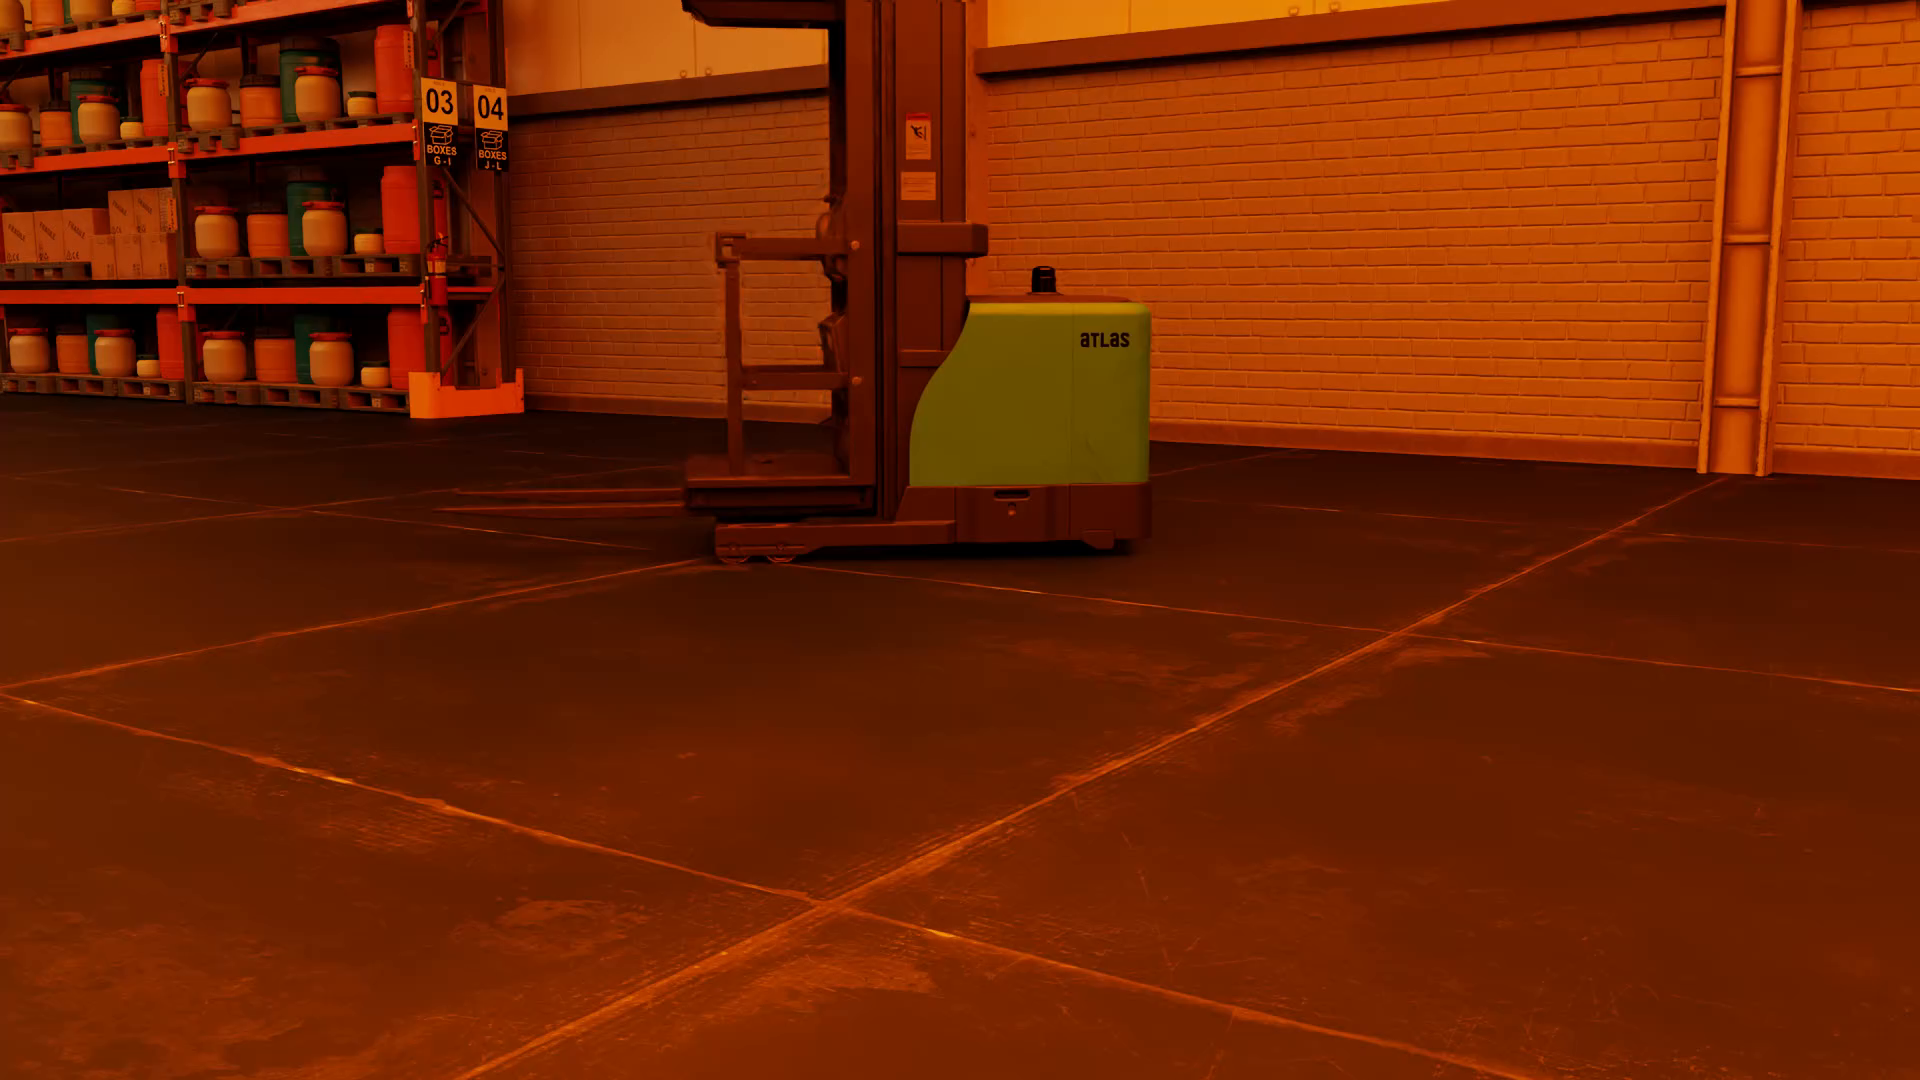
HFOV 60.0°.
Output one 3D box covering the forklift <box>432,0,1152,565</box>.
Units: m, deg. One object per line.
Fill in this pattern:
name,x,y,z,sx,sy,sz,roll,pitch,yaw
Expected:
forklift,-0.732,-1.429,7.239,3.031,2.935,1.130,-1,8,-8
